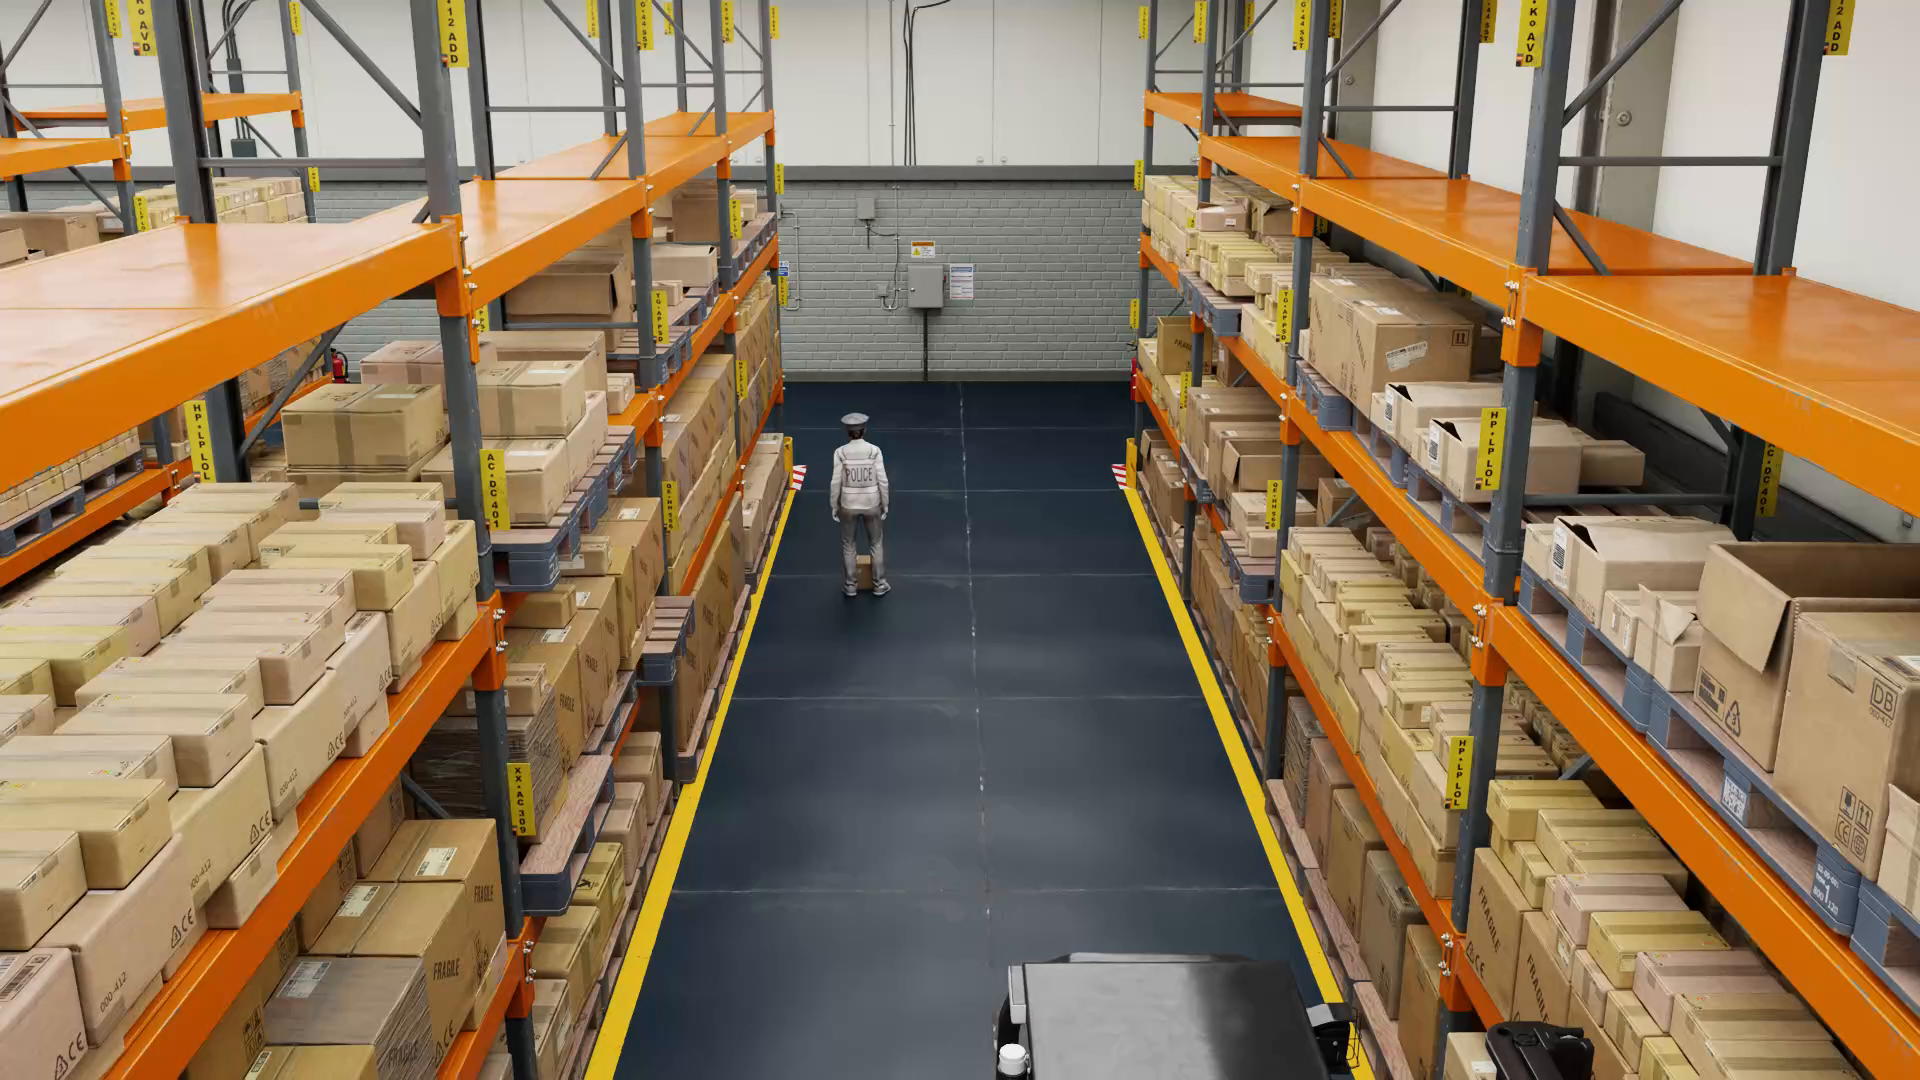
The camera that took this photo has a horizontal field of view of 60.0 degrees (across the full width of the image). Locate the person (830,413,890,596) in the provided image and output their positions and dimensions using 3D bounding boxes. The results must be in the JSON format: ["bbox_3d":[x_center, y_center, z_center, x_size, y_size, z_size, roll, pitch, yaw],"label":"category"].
[{"bbox_3d":[-0.904,-0.302,15.015,0.538,1.662,0.373,-1,17,-5],"label":"person"}]
